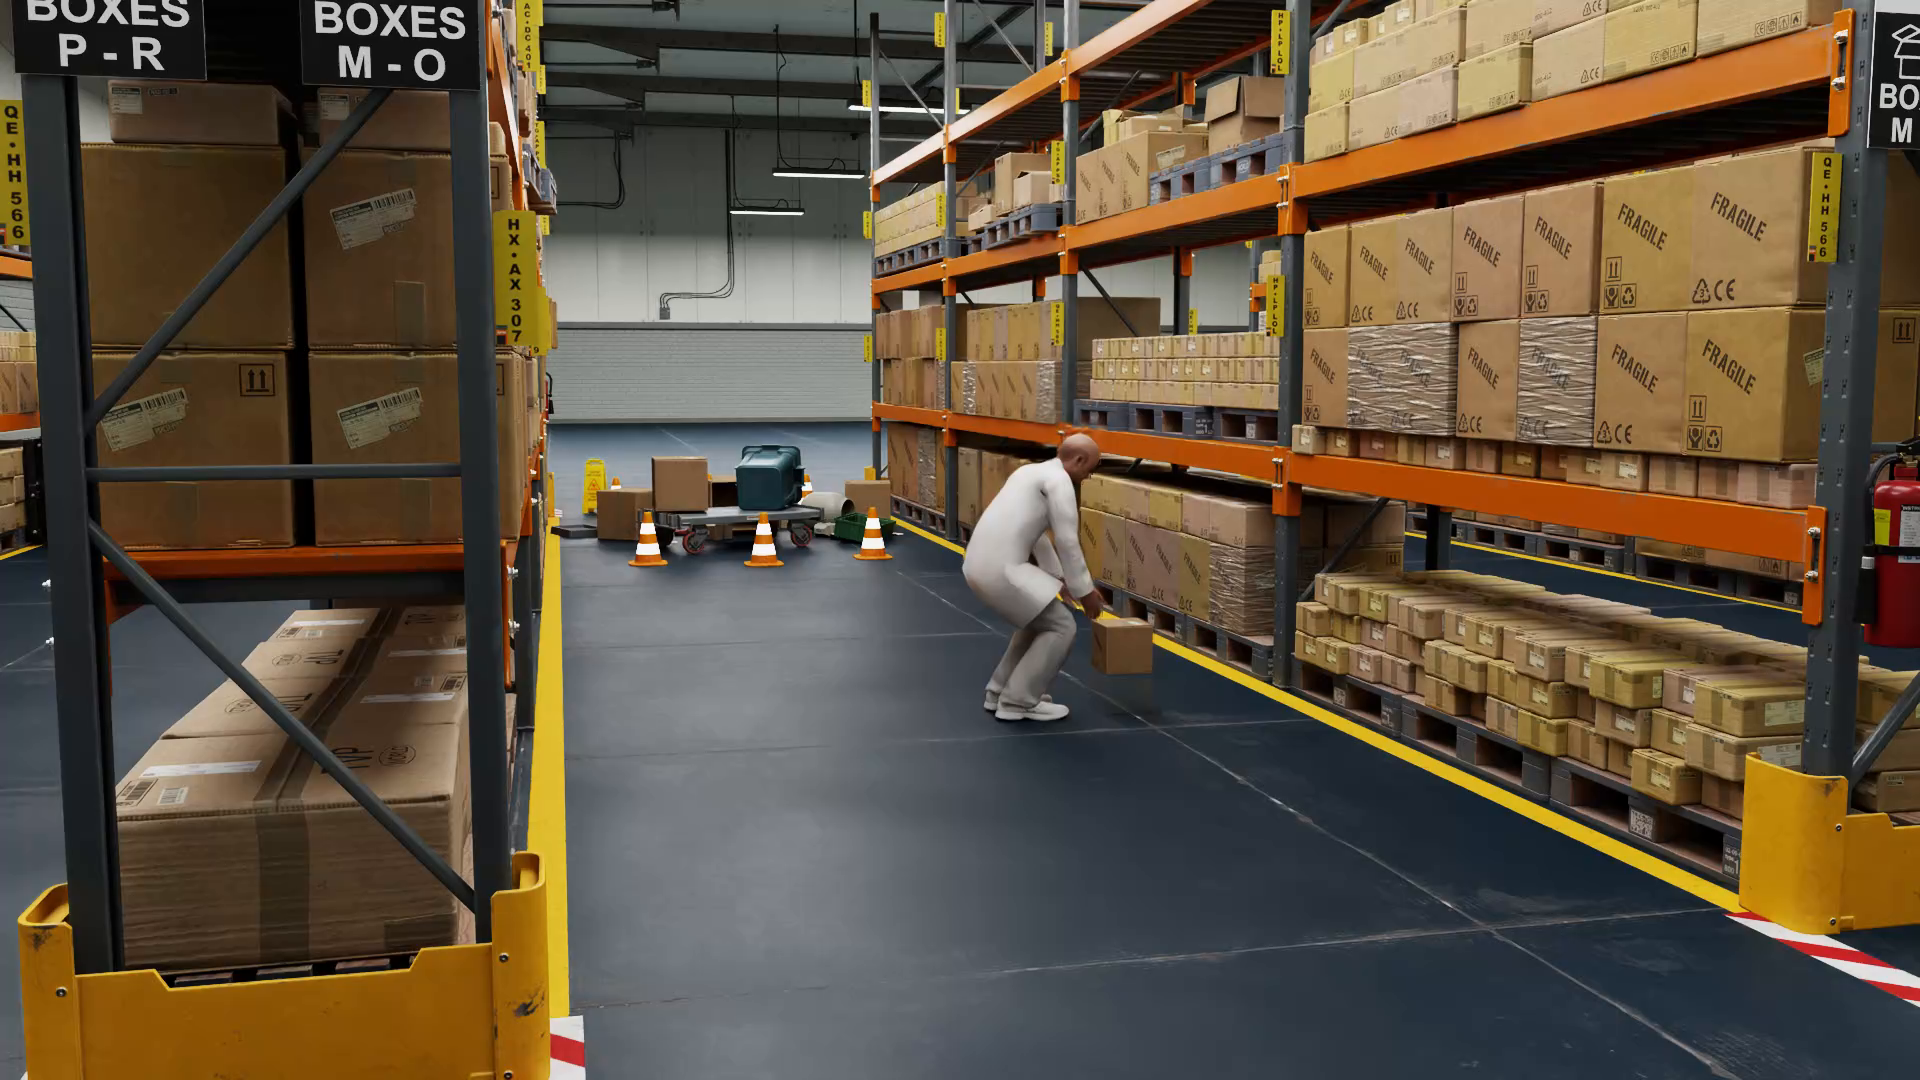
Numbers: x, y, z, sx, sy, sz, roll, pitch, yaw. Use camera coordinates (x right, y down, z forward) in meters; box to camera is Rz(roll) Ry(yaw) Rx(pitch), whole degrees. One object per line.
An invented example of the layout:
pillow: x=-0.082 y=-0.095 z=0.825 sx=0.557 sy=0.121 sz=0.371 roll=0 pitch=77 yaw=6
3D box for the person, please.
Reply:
person: x=0.363 y=0.180 z=8.439 sx=0.718 sy=1.412 sz=0.633 roll=-1 pitch=6 yaw=-14
